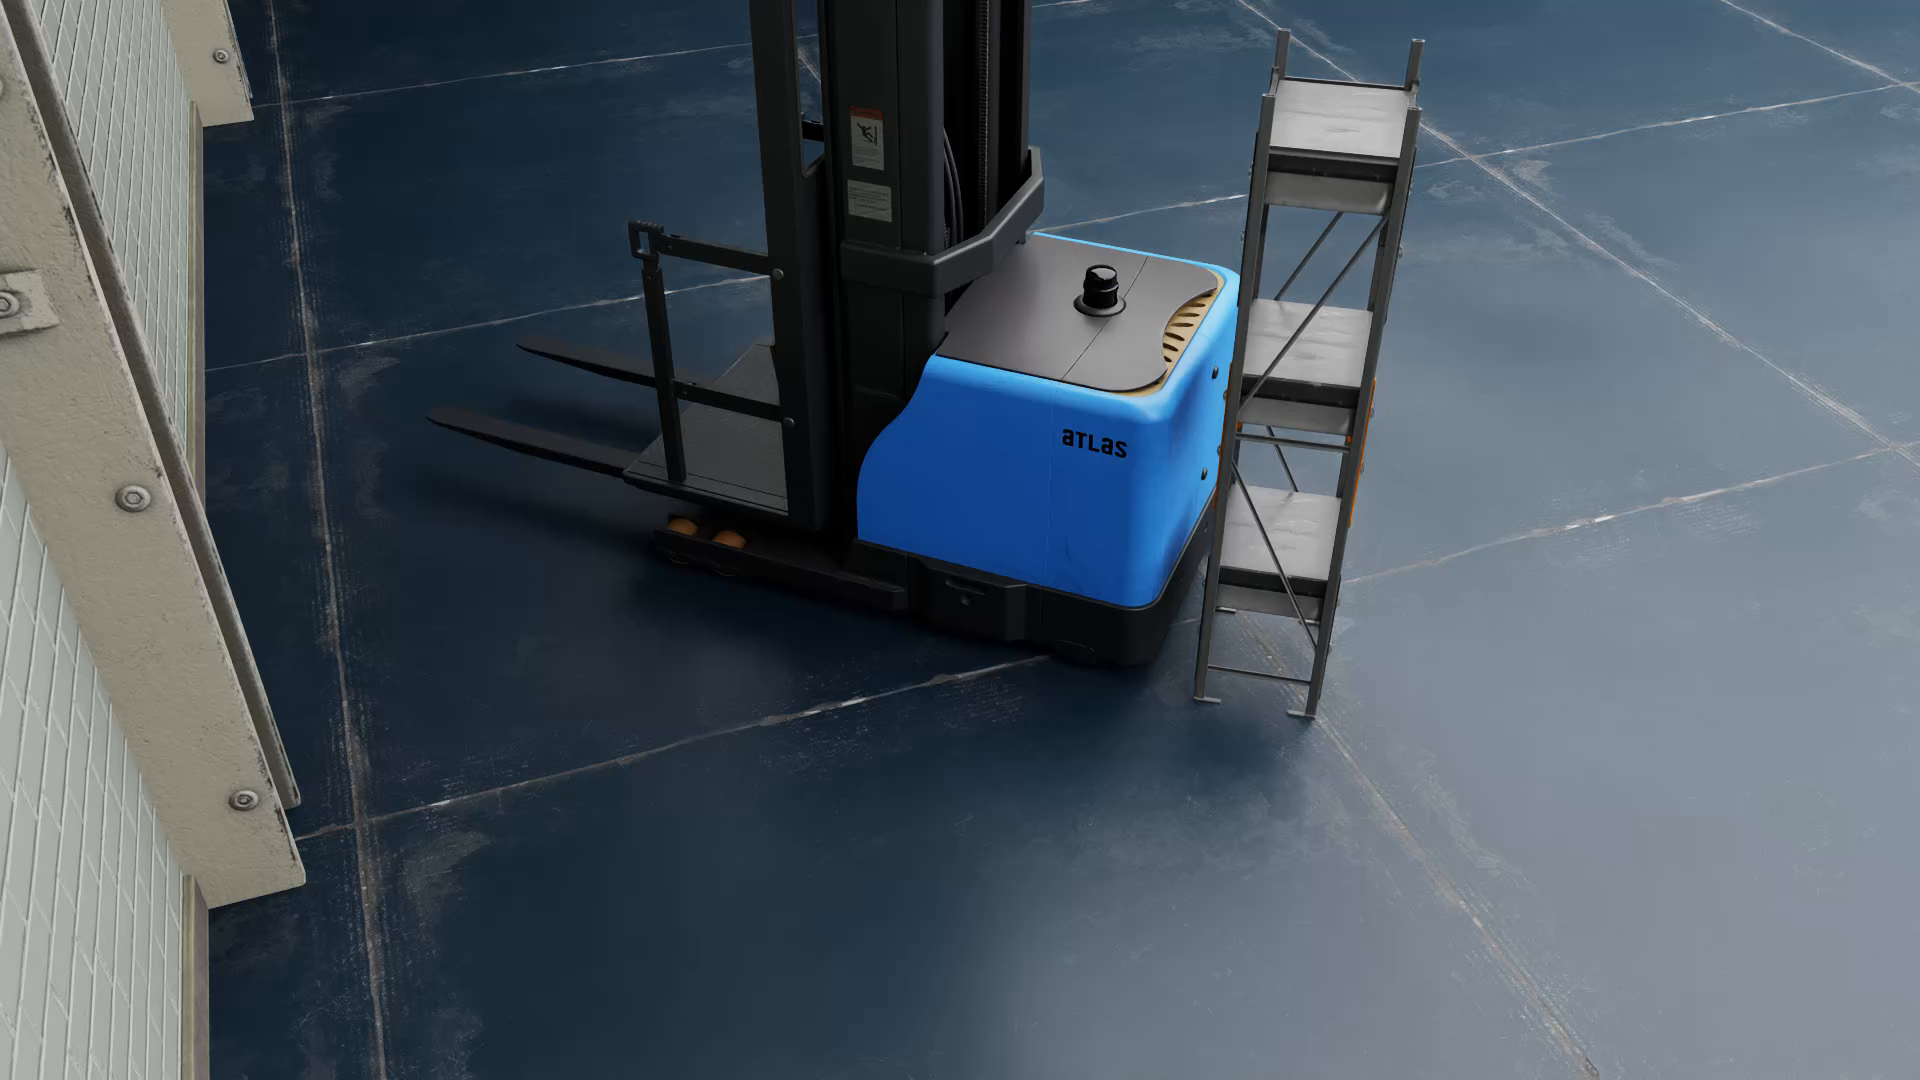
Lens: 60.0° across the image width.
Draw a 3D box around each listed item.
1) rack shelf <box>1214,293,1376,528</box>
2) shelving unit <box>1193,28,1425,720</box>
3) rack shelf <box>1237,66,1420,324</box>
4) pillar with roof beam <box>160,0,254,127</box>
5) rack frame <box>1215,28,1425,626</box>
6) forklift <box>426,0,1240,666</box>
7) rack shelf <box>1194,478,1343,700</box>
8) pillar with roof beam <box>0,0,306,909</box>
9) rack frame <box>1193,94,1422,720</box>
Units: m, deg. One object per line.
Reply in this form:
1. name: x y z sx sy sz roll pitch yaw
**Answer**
1. rack shelf: 1.031 -0.412 5.075 0.431 0.518 0.480 8 38 11
2. shelving unit: 1.031 -0.423 5.067 0.431 2.100 0.503 8 38 11
3. rack shelf: 1.031 -0.971 4.654 0.431 0.518 0.480 8 38 11
4. pillar with roof beam: -0.165 -6.940 7.985 9.100 9.000 0.400 -12 39 -16
5. rack frame: 1.087 -0.566 5.256 0.400 2.100 0.015 8 38 11
6. forklift: -0.575 -1.314 5.559 3.031 2.935 1.130 14 39 18
7. rack shelf: 1.031 0.147 5.496 0.431 0.518 0.480 8 38 11
8. pillar with roof beam: 1.900 -3.551 3.485 9.100 9.000 0.400 -12 39 -16
9. rack frame: 0.974 -0.280 4.877 0.400 2.100 0.015 8 38 11
